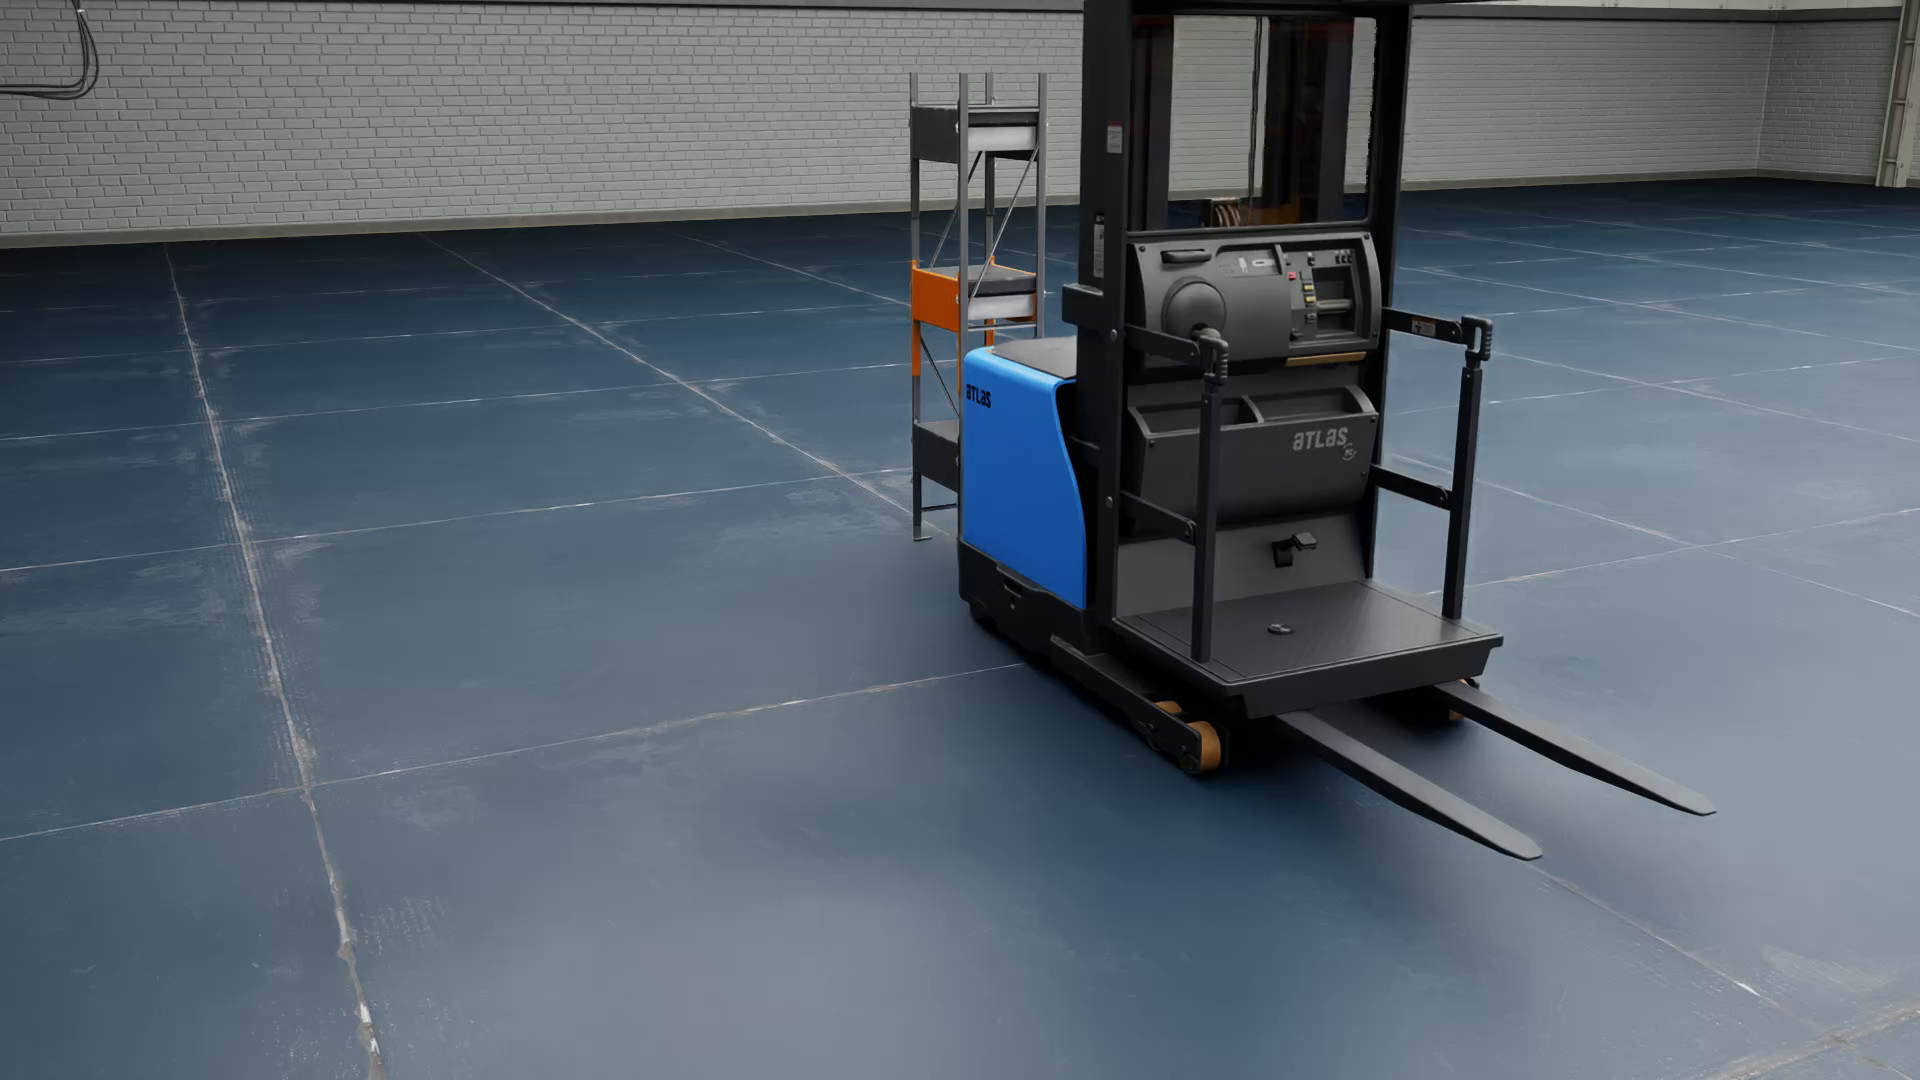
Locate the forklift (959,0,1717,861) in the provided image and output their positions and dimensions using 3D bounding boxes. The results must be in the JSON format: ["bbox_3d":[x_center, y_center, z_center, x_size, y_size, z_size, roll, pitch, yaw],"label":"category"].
[{"bbox_3d":[1.078,-0.813,5.270,1.130,2.935,3.031,-7,18,-24],"label":"forklift"}]

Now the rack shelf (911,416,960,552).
[{"bbox_3d":[0.073,-0.282,7.515,0.431,0.518,0.480,-8,18,-25],"label":"rack shelf"}]

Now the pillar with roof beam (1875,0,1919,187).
[{"bbox_3d":[12.887,-10.172,26.884,9.100,9.000,0.400,-8,18,-25],"label":"pillar with roof beam"}]

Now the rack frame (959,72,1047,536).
[{"bbox_3d":[0.179,-0.908,7.107,0.400,2.100,0.015,-8,18,-25],"label":"rack frame"}]

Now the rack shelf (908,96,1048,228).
[{"bbox_3d":[0.072,-1.628,7.129,0.431,0.518,0.480,-8,18,-25],"label":"rack shelf"}]

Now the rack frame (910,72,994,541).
[{"bbox_3d":[-0.034,-1.029,7.529,0.400,2.100,0.015,-8,18,-25],"label":"rack frame"}]

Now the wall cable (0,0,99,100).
[{"bbox_3d":[-11.661,-6.284,18.963,3.097,2.526,0.112,-8,18,-25],"label":"wall cable"}]

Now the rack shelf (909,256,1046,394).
[{"bbox_3d":[0.073,-0.955,7.322,0.431,0.518,0.480,-8,18,-25],"label":"rack shelf"}]

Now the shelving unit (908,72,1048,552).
[{"bbox_3d":[0.073,-0.968,7.318,0.431,2.100,0.503,-8,18,-25],"label":"shelving unit"}]
